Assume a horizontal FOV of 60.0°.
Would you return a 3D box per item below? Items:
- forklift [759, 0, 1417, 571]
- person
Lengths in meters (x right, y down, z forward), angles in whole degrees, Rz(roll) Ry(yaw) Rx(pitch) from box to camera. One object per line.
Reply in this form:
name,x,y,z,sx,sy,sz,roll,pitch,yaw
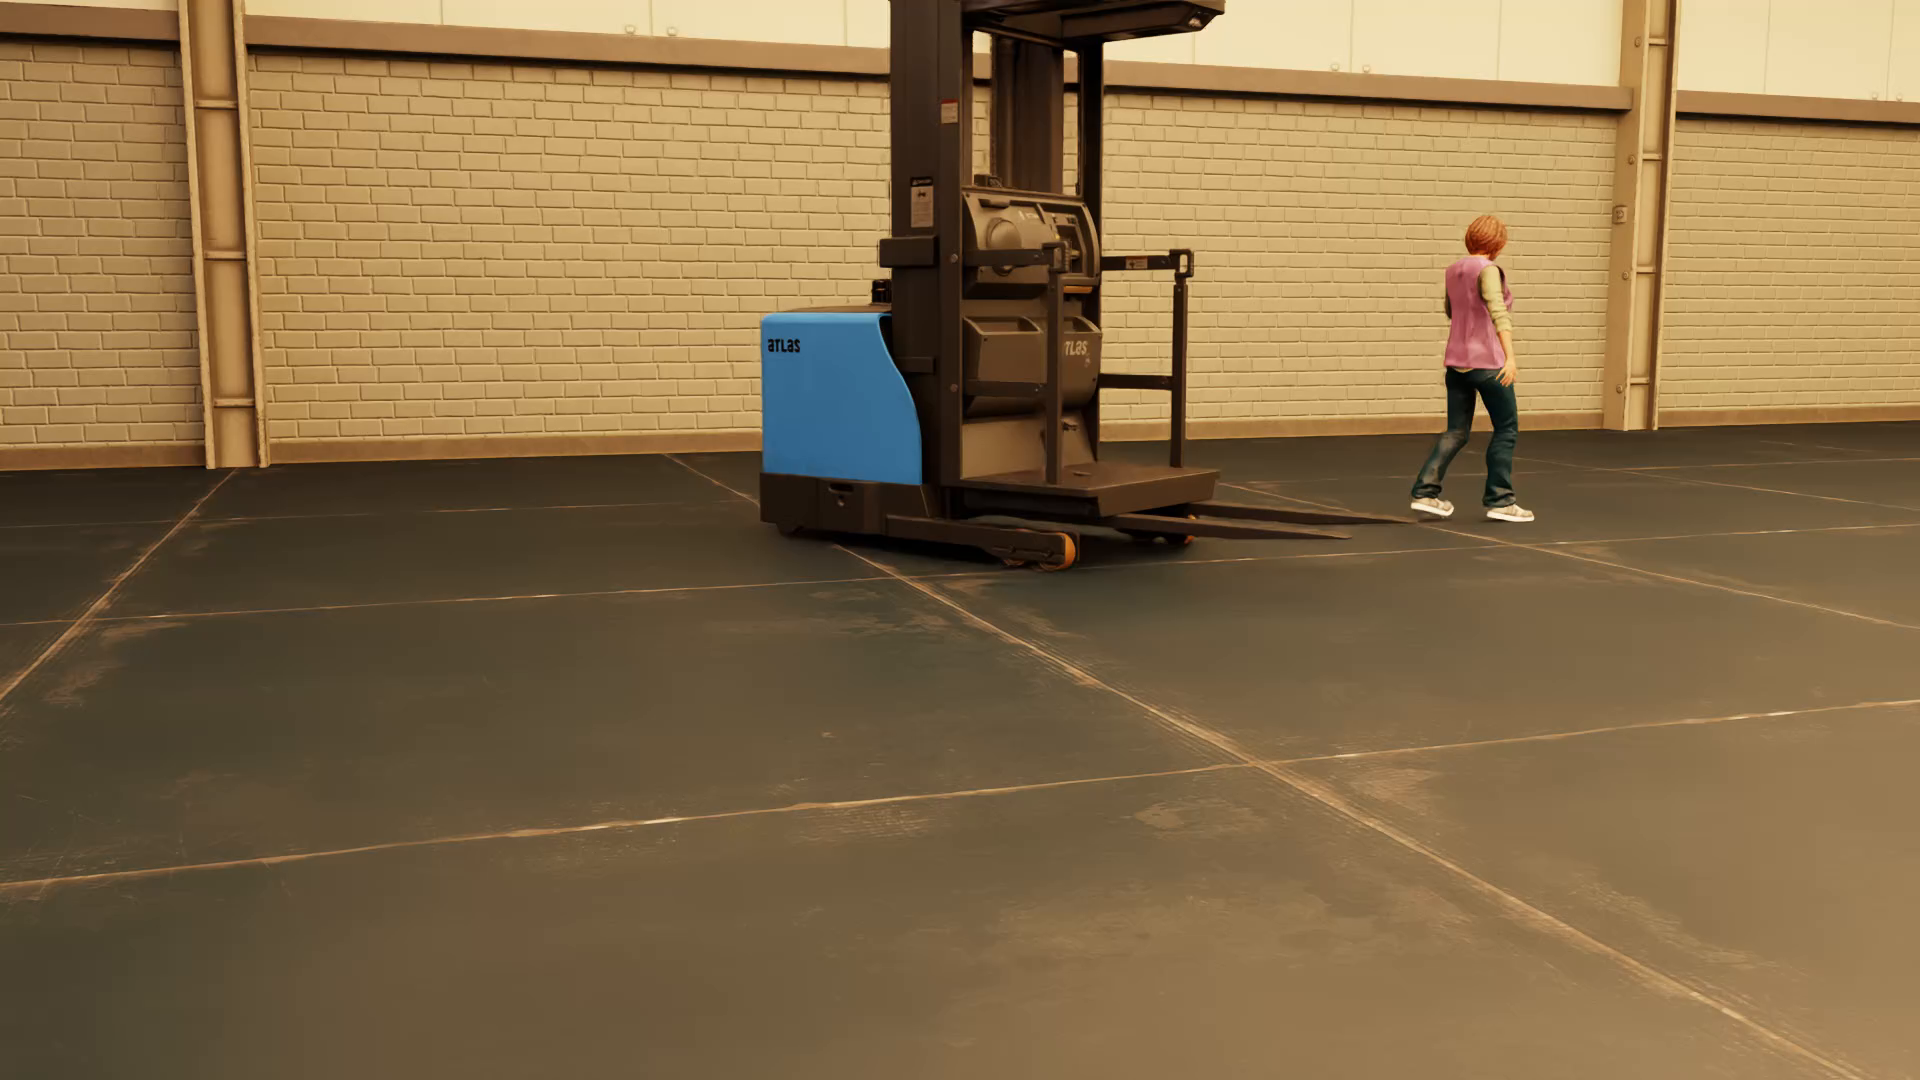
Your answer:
forklift,0.493,-1.402,7.356,3.031,2.935,1.130,6,10,38
person,2.692,-0.872,8.553,0.703,1.579,0.812,-3,8,-21
